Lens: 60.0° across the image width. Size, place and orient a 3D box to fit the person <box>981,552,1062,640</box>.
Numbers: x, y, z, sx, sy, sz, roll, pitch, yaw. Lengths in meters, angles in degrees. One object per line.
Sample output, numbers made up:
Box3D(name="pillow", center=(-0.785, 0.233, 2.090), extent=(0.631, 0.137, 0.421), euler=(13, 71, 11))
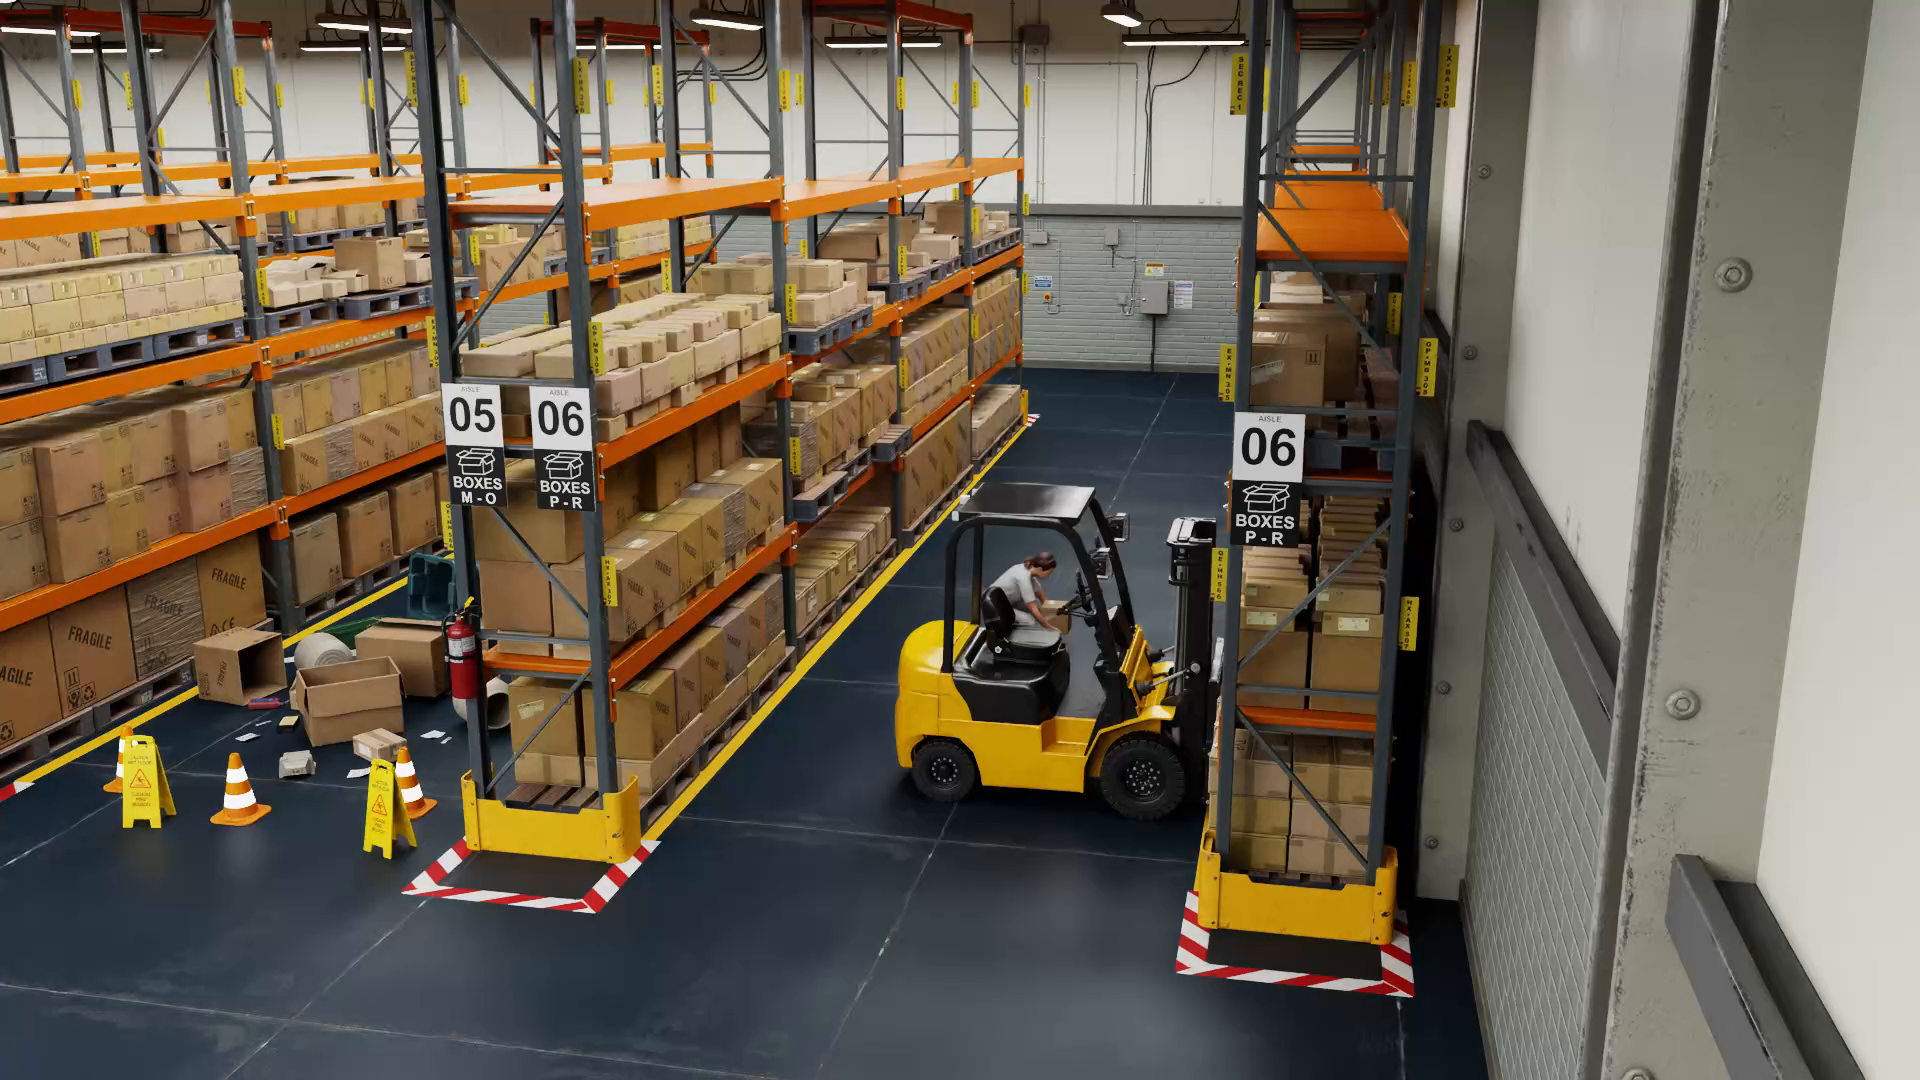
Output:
Box3D(name="person", center=(0.573, 0.564, 15.337), extent=(0.794, 0.939, 0.471), euler=(3, 15, 11))
